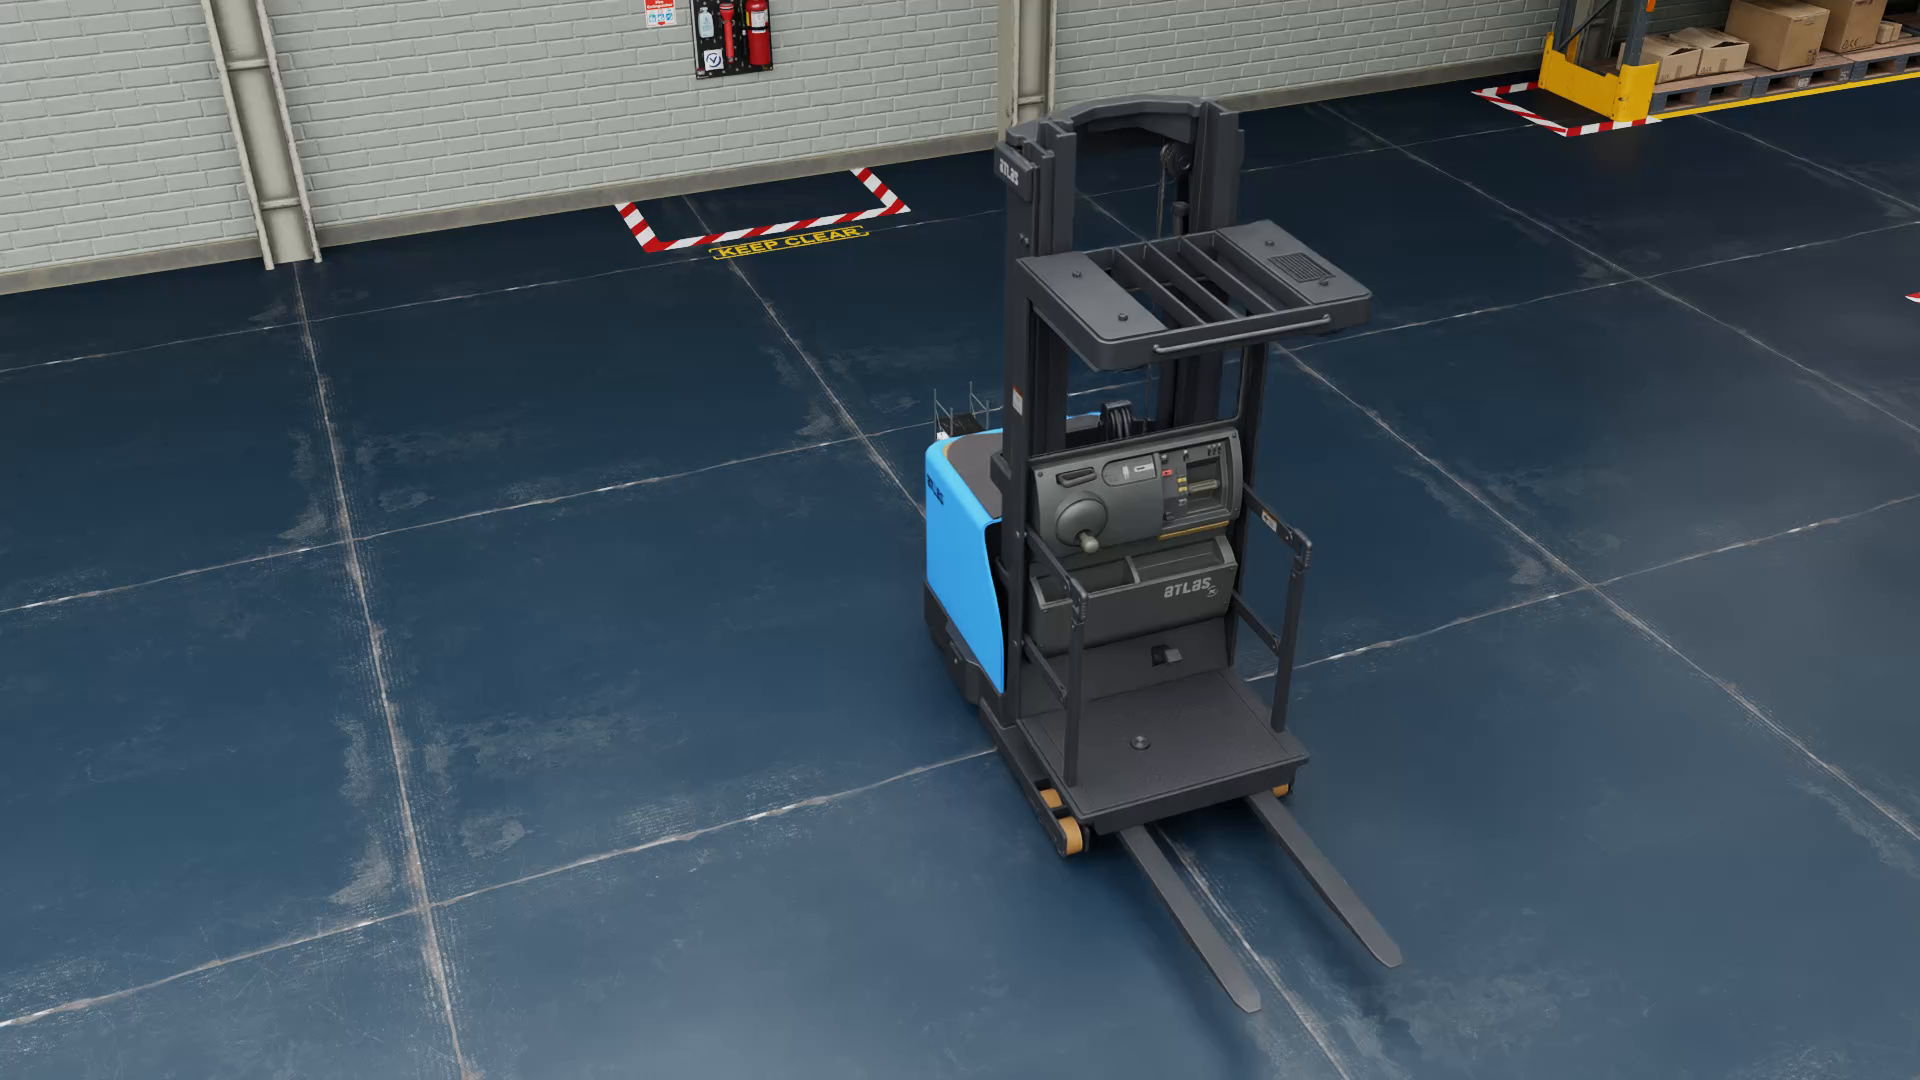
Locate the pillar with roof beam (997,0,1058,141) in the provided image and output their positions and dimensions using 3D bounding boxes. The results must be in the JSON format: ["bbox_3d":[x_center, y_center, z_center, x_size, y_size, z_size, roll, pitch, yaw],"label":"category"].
[{"bbox_3d":[2.225,-4.977,8.566,0.400,9.000,9.100,-13,35,-19],"label":"pillar with roof beam"}]

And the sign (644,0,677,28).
[{"bbox_3d":[-2.284,-4.075,12.648,0.234,0.329,0.001,-13,35,-19],"label":"sign"}]

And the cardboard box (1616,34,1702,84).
[{"bbox_3d":[6.453,-4.470,15.349,0.500,0.311,0.500,-17,37,-24],"label":"cardboard box"}]

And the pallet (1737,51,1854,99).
[{"bbox_3d":[7.736,-4.568,15.995,1.213,0.211,1.003,-13,35,-19],"label":"pallet"}]

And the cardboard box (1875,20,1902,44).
[{"bbox_3d":[8.987,-5.025,16.335,0.250,0.166,0.380,-18,37,-25],"label":"cardboard box"}]

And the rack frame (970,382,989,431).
[{"bbox_3d":[0.101,-0.400,8.958,0.006,0.900,0.240,-13,35,-19],"label":"rack frame"}]

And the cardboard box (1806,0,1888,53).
[{"bbox_3d":[8.527,-5.053,16.073,0.500,0.500,0.500,-16,36,-22],"label":"cardboard box"}]

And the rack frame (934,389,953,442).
[{"bbox_3d":[-0.086,-0.357,8.892,0.006,0.900,0.240,-13,35,-19],"label":"rack frame"}]

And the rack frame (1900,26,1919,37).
[{"bbox_3d":[9.468,-6.156,15.879,0.127,3.000,1.000,-13,35,-19],"label":"rack frame"}]

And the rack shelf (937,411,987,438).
[{"bbox_3d":[0.007,-0.577,8.796,0.200,0.077,0.258,-13,35,-19],"label":"rack shelf"}]

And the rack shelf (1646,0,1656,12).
[{"bbox_3d":[7.624,-5.432,15.426,4.000,0.370,1.077,-13,35,-19],"label":"rack shelf"}]

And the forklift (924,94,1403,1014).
[{"bbox_3d":[0.823,-0.142,6.699,1.130,2.935,3.031,-12,35,-18],"label":"forklift"}]

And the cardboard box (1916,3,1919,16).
[{"bbox_3d":[10.141,-5.456,16.692,0.500,0.500,0.700,-12,35,-17],"label":"cardboard box"}]

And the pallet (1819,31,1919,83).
[{"bbox_3d":[8.863,-4.828,16.394,1.213,0.211,1.003,-13,35,-19],"label":"pallet"}]

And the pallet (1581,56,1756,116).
[{"bbox_3d":[6.613,-4.312,15.602,1.213,0.211,1.003,-13,35,-19],"label":"pallet"}]

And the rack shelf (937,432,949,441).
[{"bbox_3d":[0.007,-0.502,8.845,0.200,0.077,0.258,-13,35,-19],"label":"rack shelf"}]

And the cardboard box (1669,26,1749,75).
[{"bbox_3d":[6.979,-4.590,15.534,0.500,0.311,0.500,-10,34,-15],"label":"cardboard box"}]

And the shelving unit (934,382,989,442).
[{"bbox_3d":[0.007,-0.379,8.925,0.210,0.900,0.258,-13,35,-19],"label":"shelving unit"}]

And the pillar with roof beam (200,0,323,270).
[{"bbox_3d":[-3.307,-3.710,6.619,0.400,9.000,9.100,-13,35,-19],"label":"pillar with roof beam"}]

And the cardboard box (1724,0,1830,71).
[{"bbox_3d":[7.674,-4.799,15.682,0.500,0.500,0.700,-15,36,-22],"label":"cardboard box"}]

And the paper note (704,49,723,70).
[{"bbox_3d":[-1.925,-3.753,12.993,0.142,0.148,0.016,-13,35,-19],"label":"paper note"}]

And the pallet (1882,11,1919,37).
[{"bbox_3d":[10.186,-5.152,16.893,1.213,0.211,1.003,-13,35,-19],"label":"pallet"}]

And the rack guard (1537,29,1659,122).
[{"bbox_3d":[5.850,-4.280,15.287,0.348,0.500,1.175,-13,35,-19],"label":"rack guard"}]

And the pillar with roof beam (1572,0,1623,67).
[{"bbox_3d":[7.757,-6.244,10.513,0.400,9.000,9.100,-13,35,-19],"label":"pillar with roof beam"}]

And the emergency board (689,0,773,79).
[{"bbox_3d":[-1.735,-4.125,12.757,0.643,1.169,0.194,-13,35,-19],"label":"emergency board"}]

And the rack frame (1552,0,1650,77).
[{"bbox_3d":[5.780,-5.311,14.581,0.127,3.000,1.000,-13,35,-19],"label":"rack frame"}]
